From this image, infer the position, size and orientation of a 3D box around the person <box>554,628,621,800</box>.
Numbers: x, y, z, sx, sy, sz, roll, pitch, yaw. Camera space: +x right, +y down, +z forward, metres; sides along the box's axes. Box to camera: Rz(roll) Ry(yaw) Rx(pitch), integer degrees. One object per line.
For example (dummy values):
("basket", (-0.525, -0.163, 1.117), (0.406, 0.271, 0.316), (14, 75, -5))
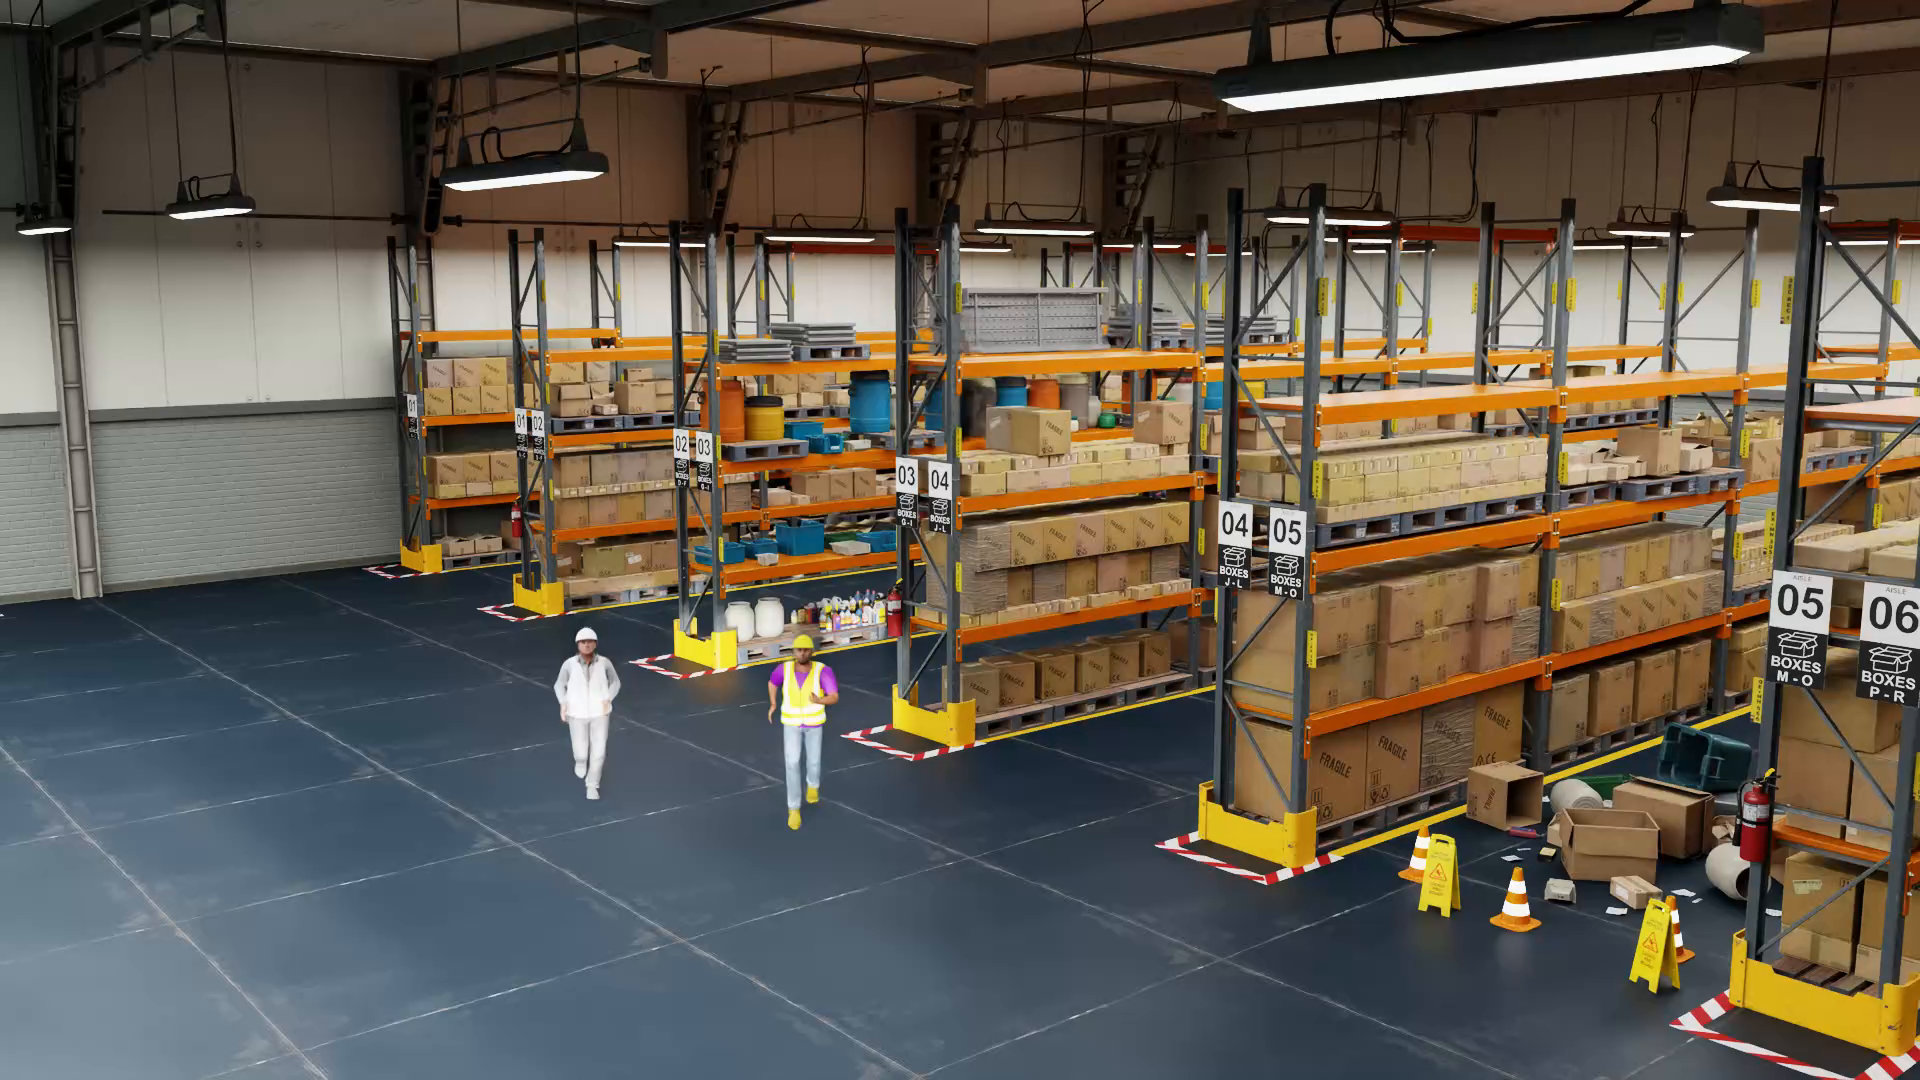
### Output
("person", (-3.764, 1.743, 16.867), (0.659, 1.729, 0.586), (-2, 9, -15))

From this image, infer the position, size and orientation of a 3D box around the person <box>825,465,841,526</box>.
("person", (-2.445, -0.591, 32.134), (0.729, 1.753, 0.593), (-7, 11, -39))

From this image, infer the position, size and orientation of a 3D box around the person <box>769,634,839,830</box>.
("person", (-1.520, 1.808, 16.179), (0.685, 1.805, 0.877), (-1, 9, -4))
